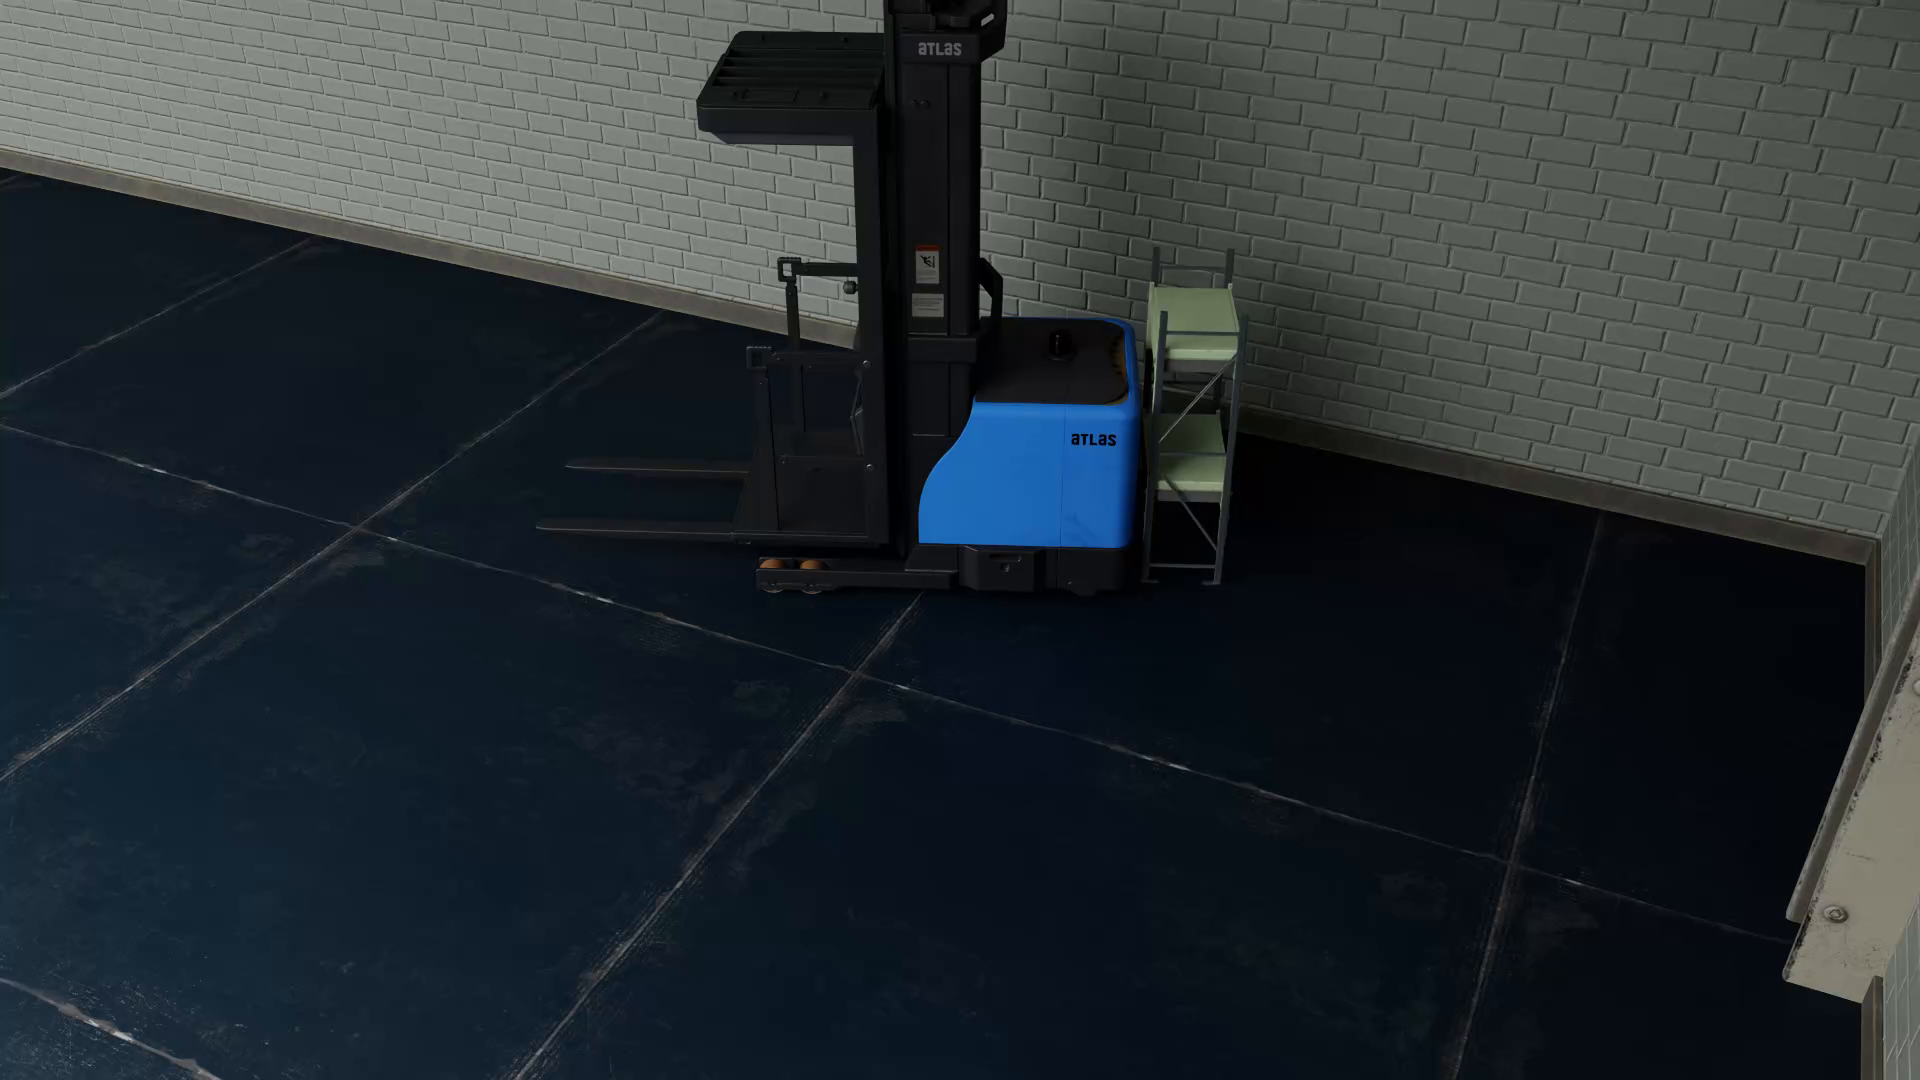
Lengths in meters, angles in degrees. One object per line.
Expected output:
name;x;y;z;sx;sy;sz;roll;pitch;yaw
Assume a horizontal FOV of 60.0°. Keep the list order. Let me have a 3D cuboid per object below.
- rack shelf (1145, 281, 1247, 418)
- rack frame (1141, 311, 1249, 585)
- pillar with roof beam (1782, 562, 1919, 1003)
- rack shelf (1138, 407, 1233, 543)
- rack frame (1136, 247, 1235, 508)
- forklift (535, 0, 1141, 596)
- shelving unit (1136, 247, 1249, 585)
rack shelf;1.136;-0.938;8.100;0.431;0.370;0.720;2;33;2
rack frame;1.117;-0.411;8.009;0.400;1.500;0.023;2;33;2
pillar with roof beam;-0.603;-3.165;5.371;9.100;9.000;0.400;14;36;20
rack shelf;1.136;-0.339;8.493;0.431;0.370;0.720;2;33;2
rack frame;1.155;-0.812;8.620;0.400;1.500;0.023;2;33;2
forklift;-0.628;-1.243;7.973;3.031;2.935;1.130;2;33;2
shelving unit;1.136;-0.611;8.314;0.431;1.500;0.755;2;33;2
